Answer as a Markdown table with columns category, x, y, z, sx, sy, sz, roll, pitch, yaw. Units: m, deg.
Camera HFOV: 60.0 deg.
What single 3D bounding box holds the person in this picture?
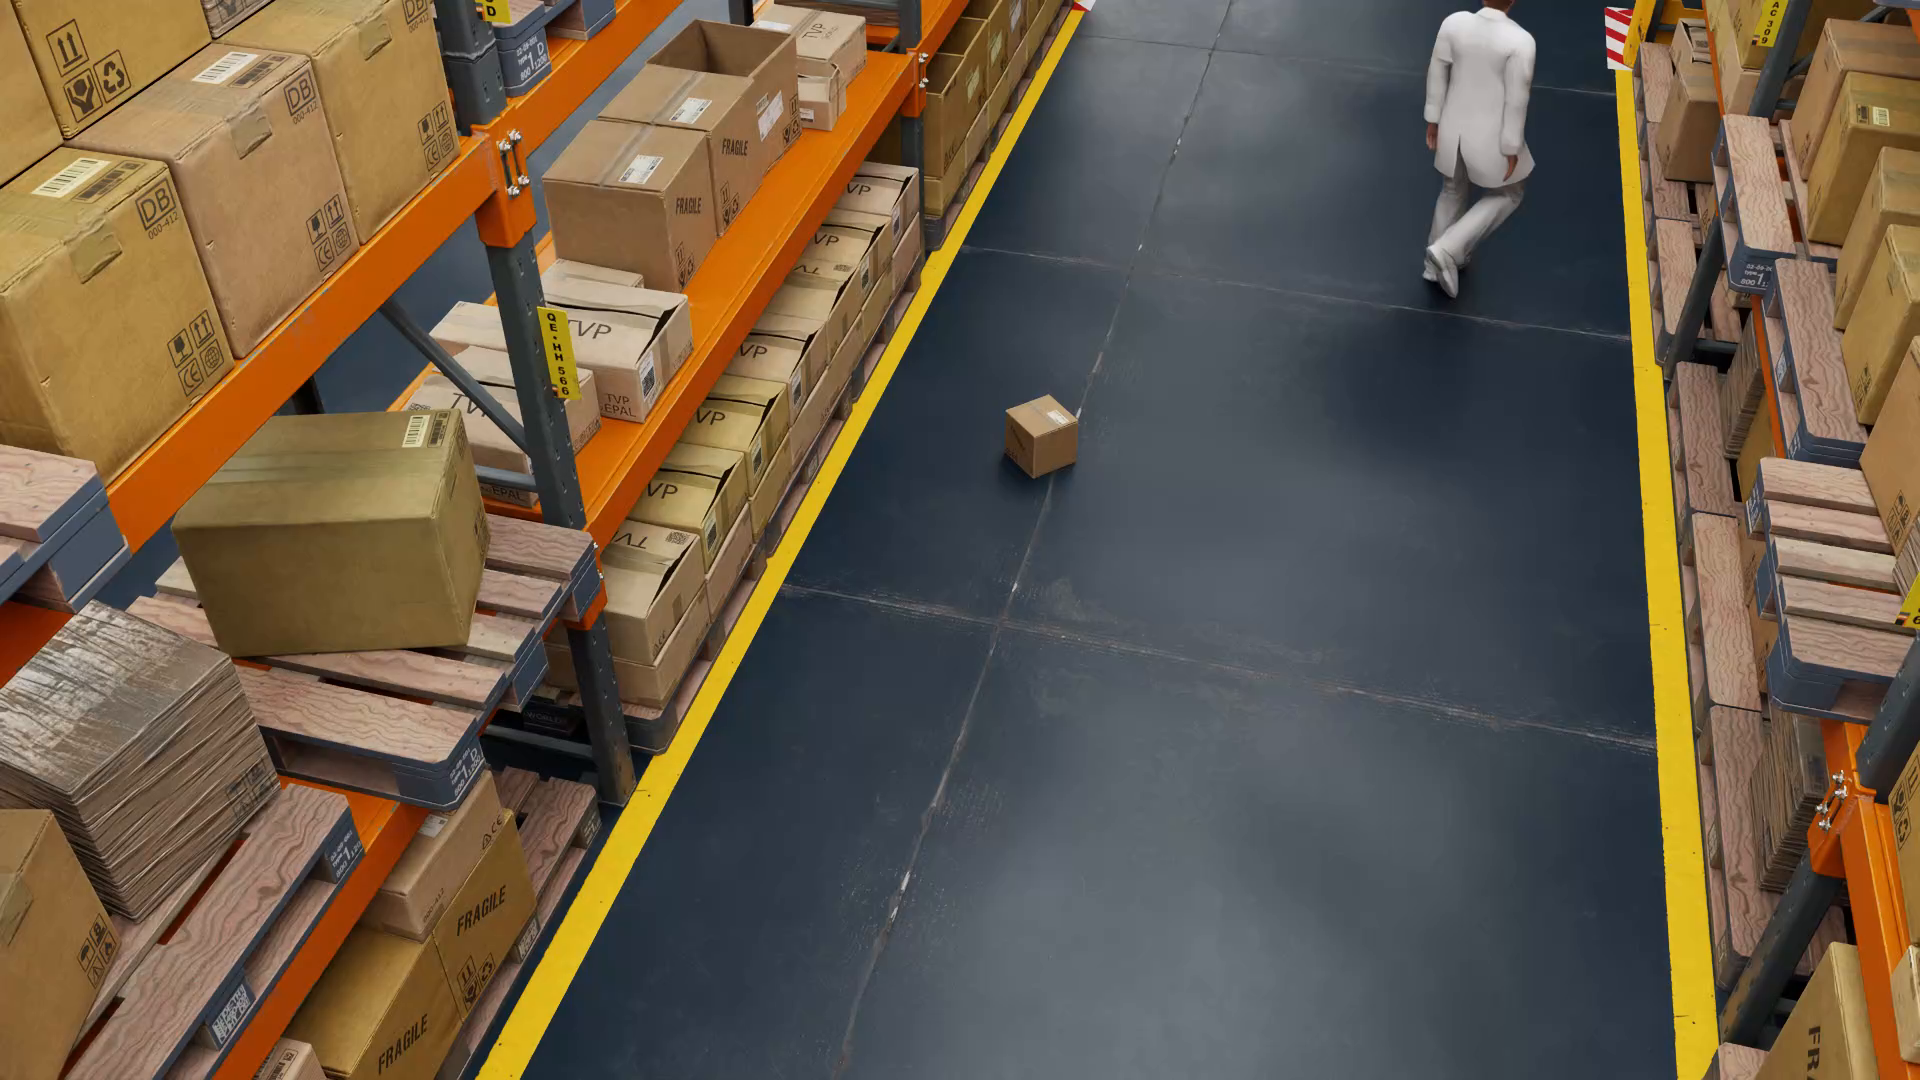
| category | x | y | z | sx | sy | sz | roll | pitch | yaw |
| --- | --- | --- | --- | --- | --- | --- | --- | --- | --- |
| person | 2.675 | -2.105 | 8.607 | 0.578 | 1.777 | 0.606 | -29 | 48 | -30 |
